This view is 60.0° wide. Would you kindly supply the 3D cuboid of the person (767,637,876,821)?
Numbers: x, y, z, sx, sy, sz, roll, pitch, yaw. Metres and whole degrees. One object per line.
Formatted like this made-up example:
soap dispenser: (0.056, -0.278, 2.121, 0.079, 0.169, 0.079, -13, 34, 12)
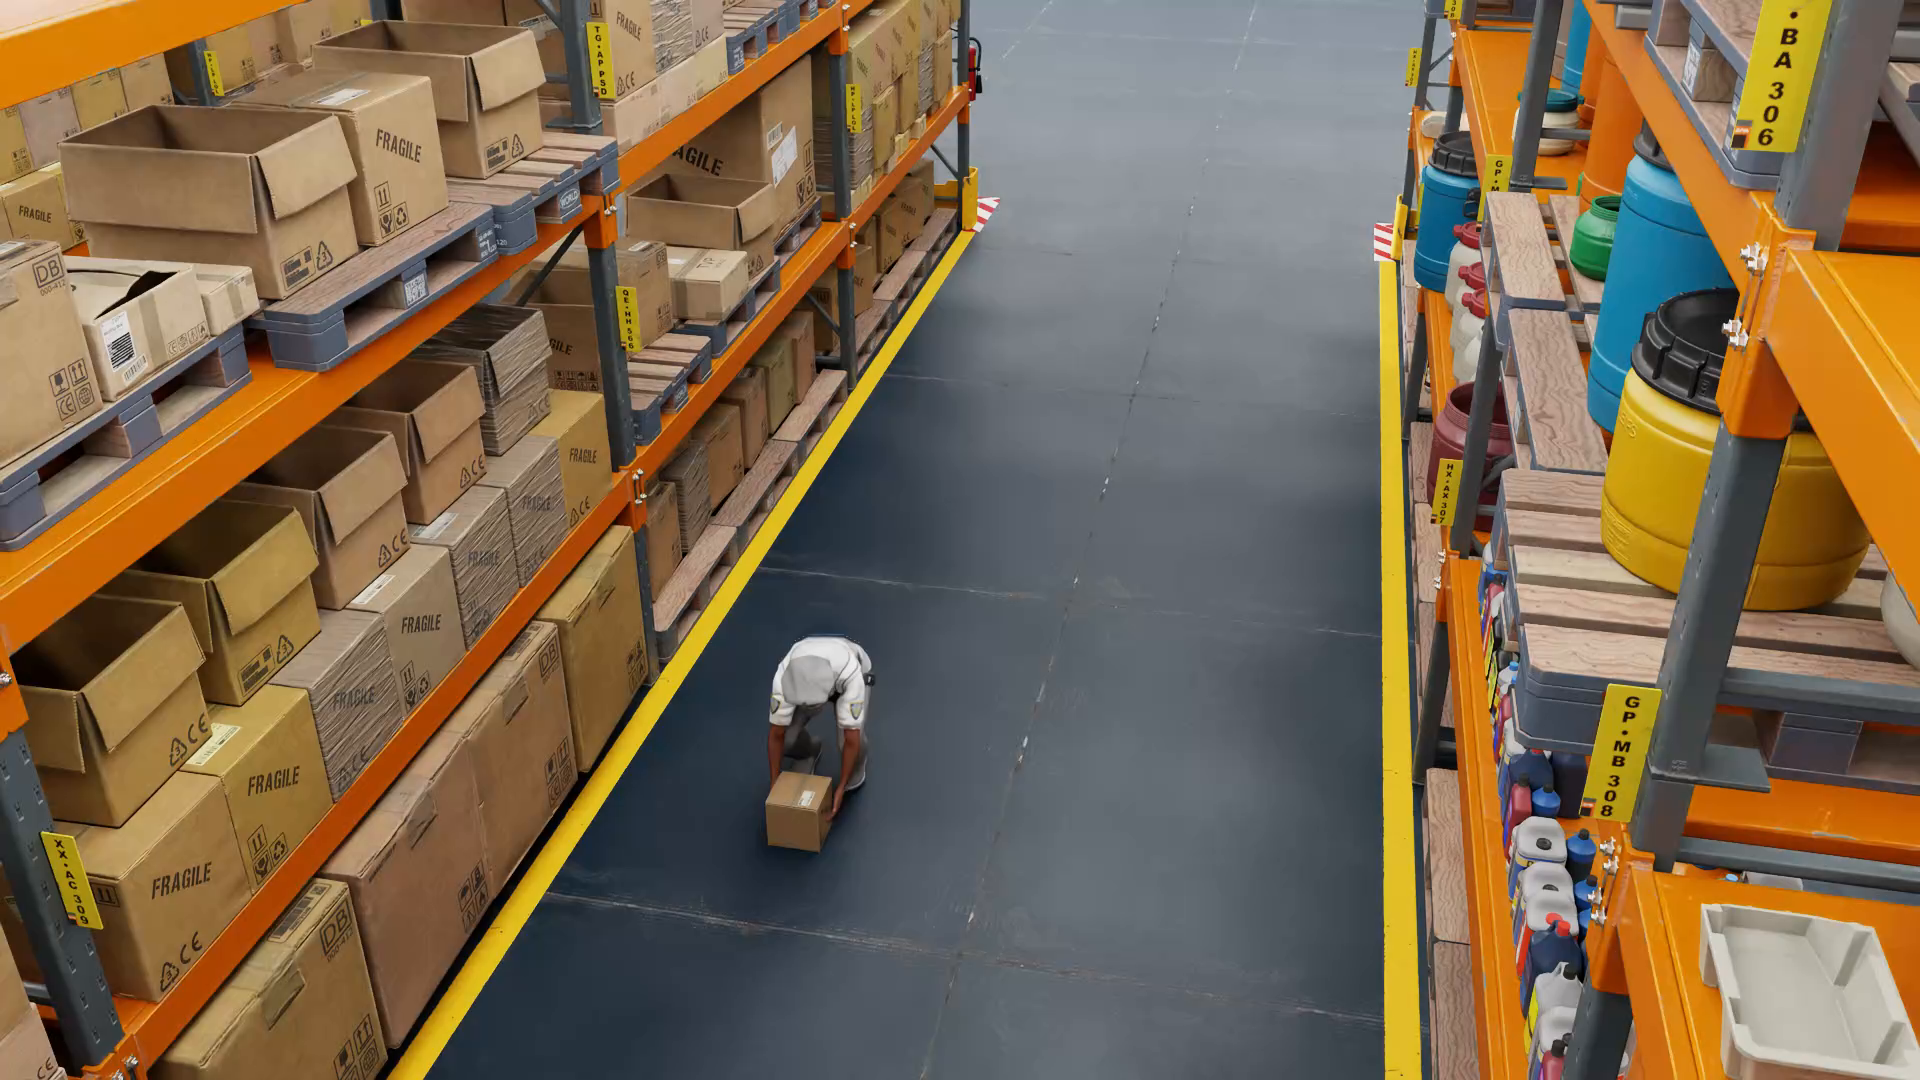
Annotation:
person: (-0.656, 0.810, 7.913, 0.480, 0.930, 0.863, 6, 30, 10)
